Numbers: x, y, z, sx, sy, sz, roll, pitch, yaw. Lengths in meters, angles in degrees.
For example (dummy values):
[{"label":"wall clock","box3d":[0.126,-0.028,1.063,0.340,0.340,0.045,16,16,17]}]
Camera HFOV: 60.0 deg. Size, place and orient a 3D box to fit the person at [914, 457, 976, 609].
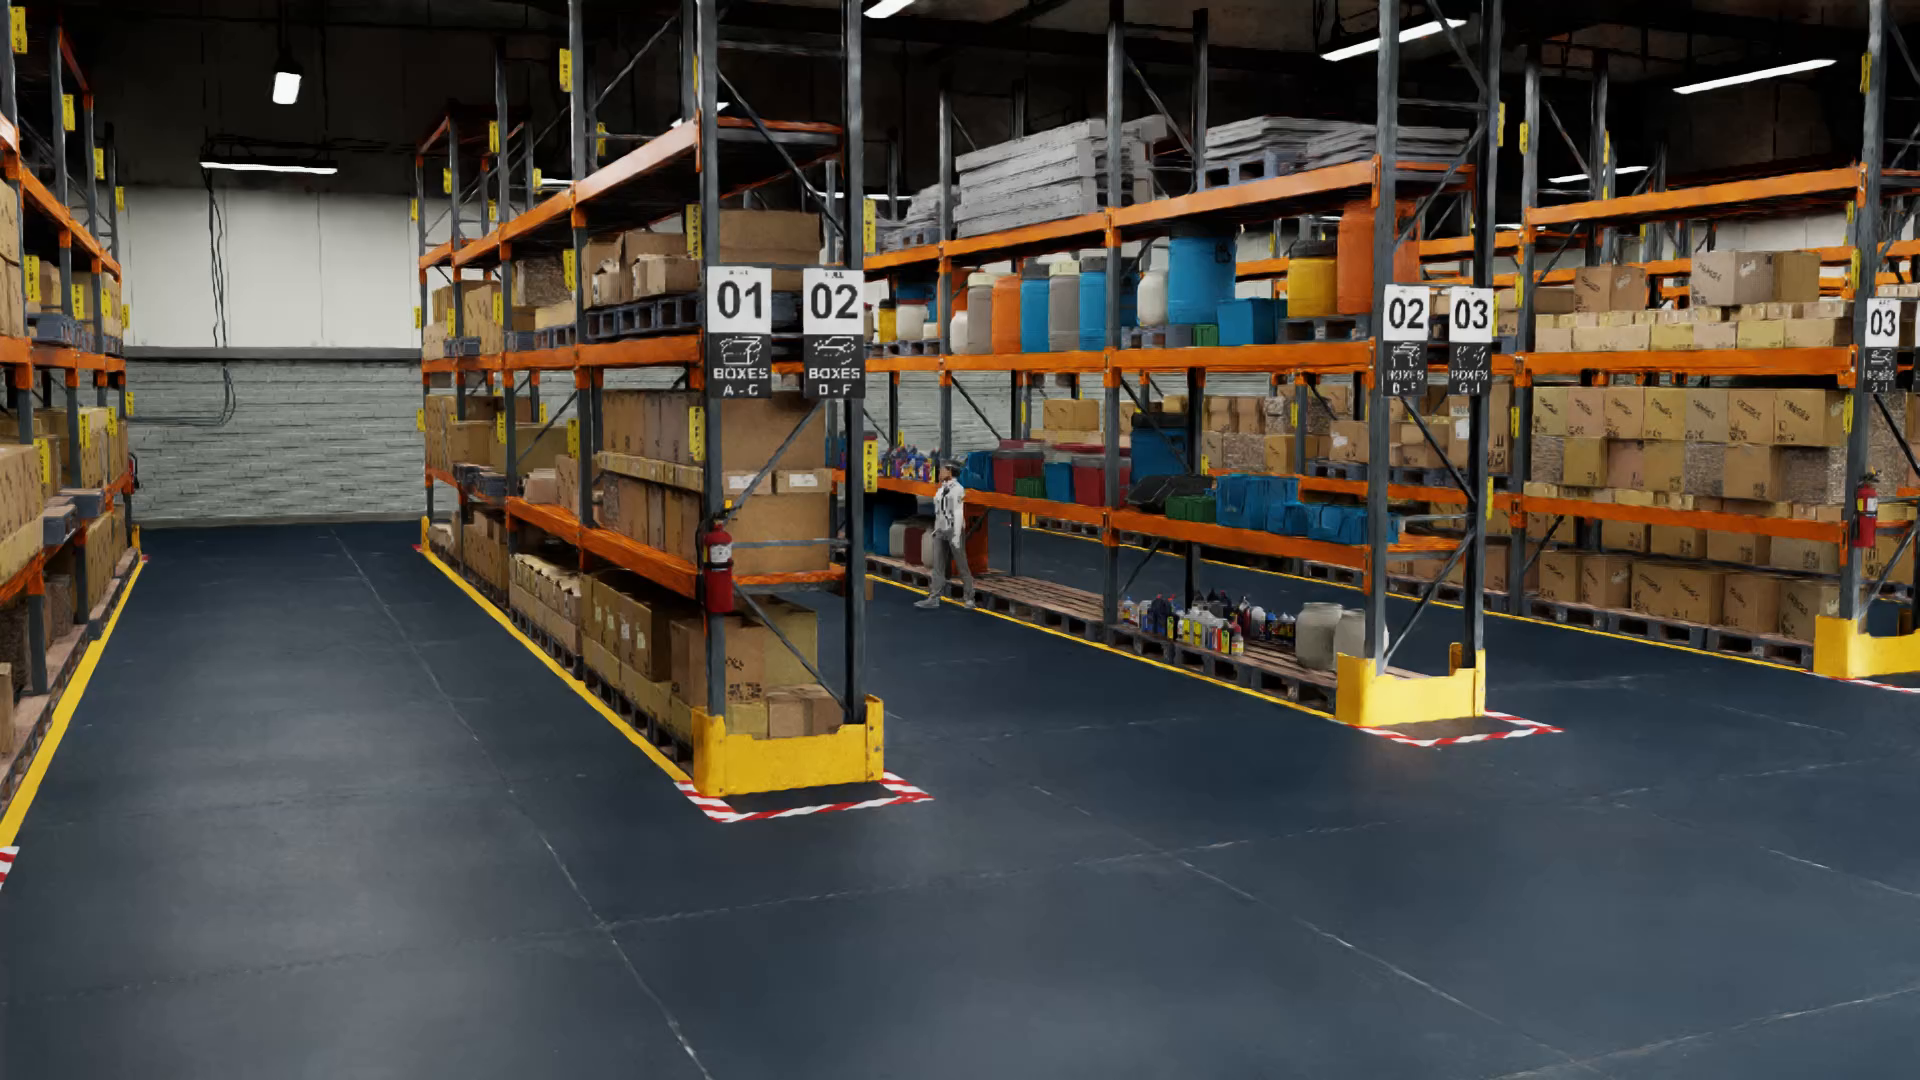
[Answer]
[{"label":"person","box3d":[-0.175,-0.085,18.304,0.633,1.659,0.684,-3,6,-29]}]
